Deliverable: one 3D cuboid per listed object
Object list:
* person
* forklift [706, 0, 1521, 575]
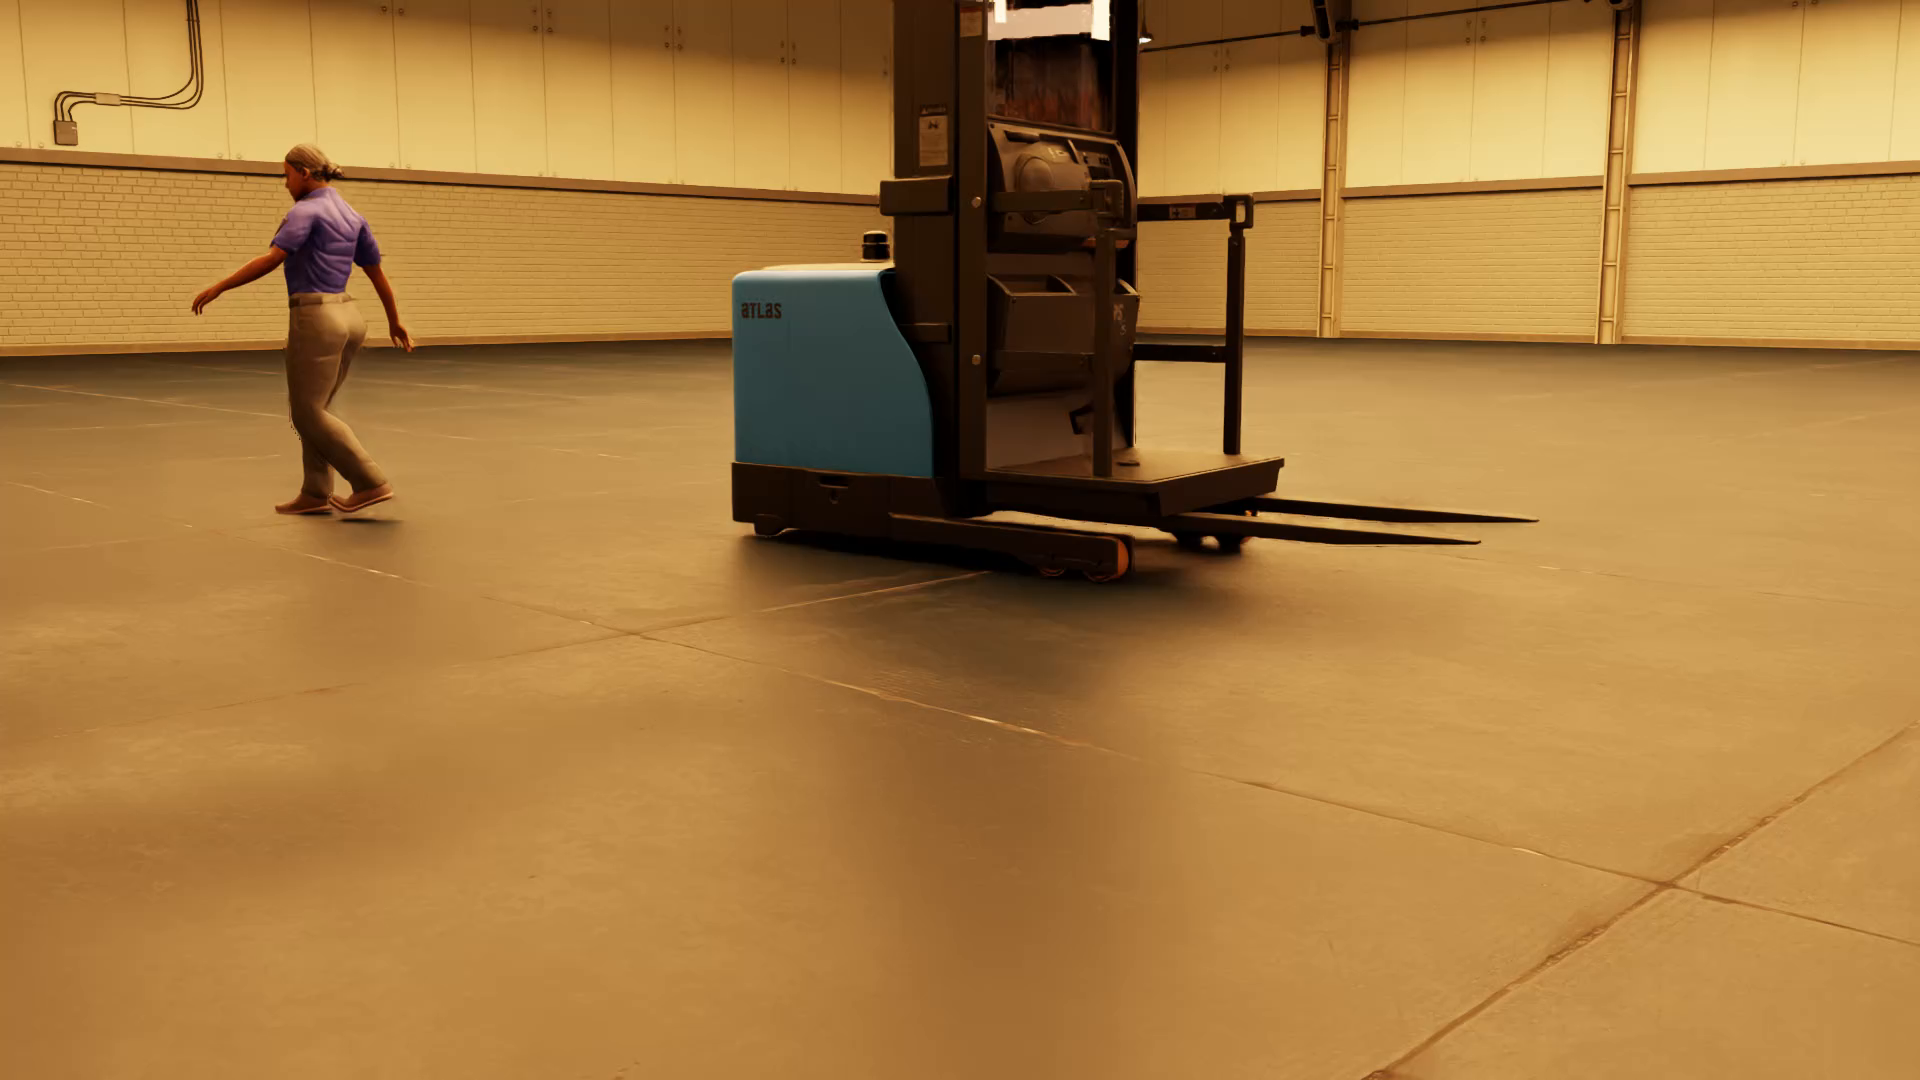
[{"bbox_3d":[-3.107,-0.935,7.386,0.350,1.653,0.516,2,9,13],"label":"person"},{"bbox_3d":[0.565,-1.416,6.275,3.031,2.935,1.130,3,9,22],"label":"forklift"}]
